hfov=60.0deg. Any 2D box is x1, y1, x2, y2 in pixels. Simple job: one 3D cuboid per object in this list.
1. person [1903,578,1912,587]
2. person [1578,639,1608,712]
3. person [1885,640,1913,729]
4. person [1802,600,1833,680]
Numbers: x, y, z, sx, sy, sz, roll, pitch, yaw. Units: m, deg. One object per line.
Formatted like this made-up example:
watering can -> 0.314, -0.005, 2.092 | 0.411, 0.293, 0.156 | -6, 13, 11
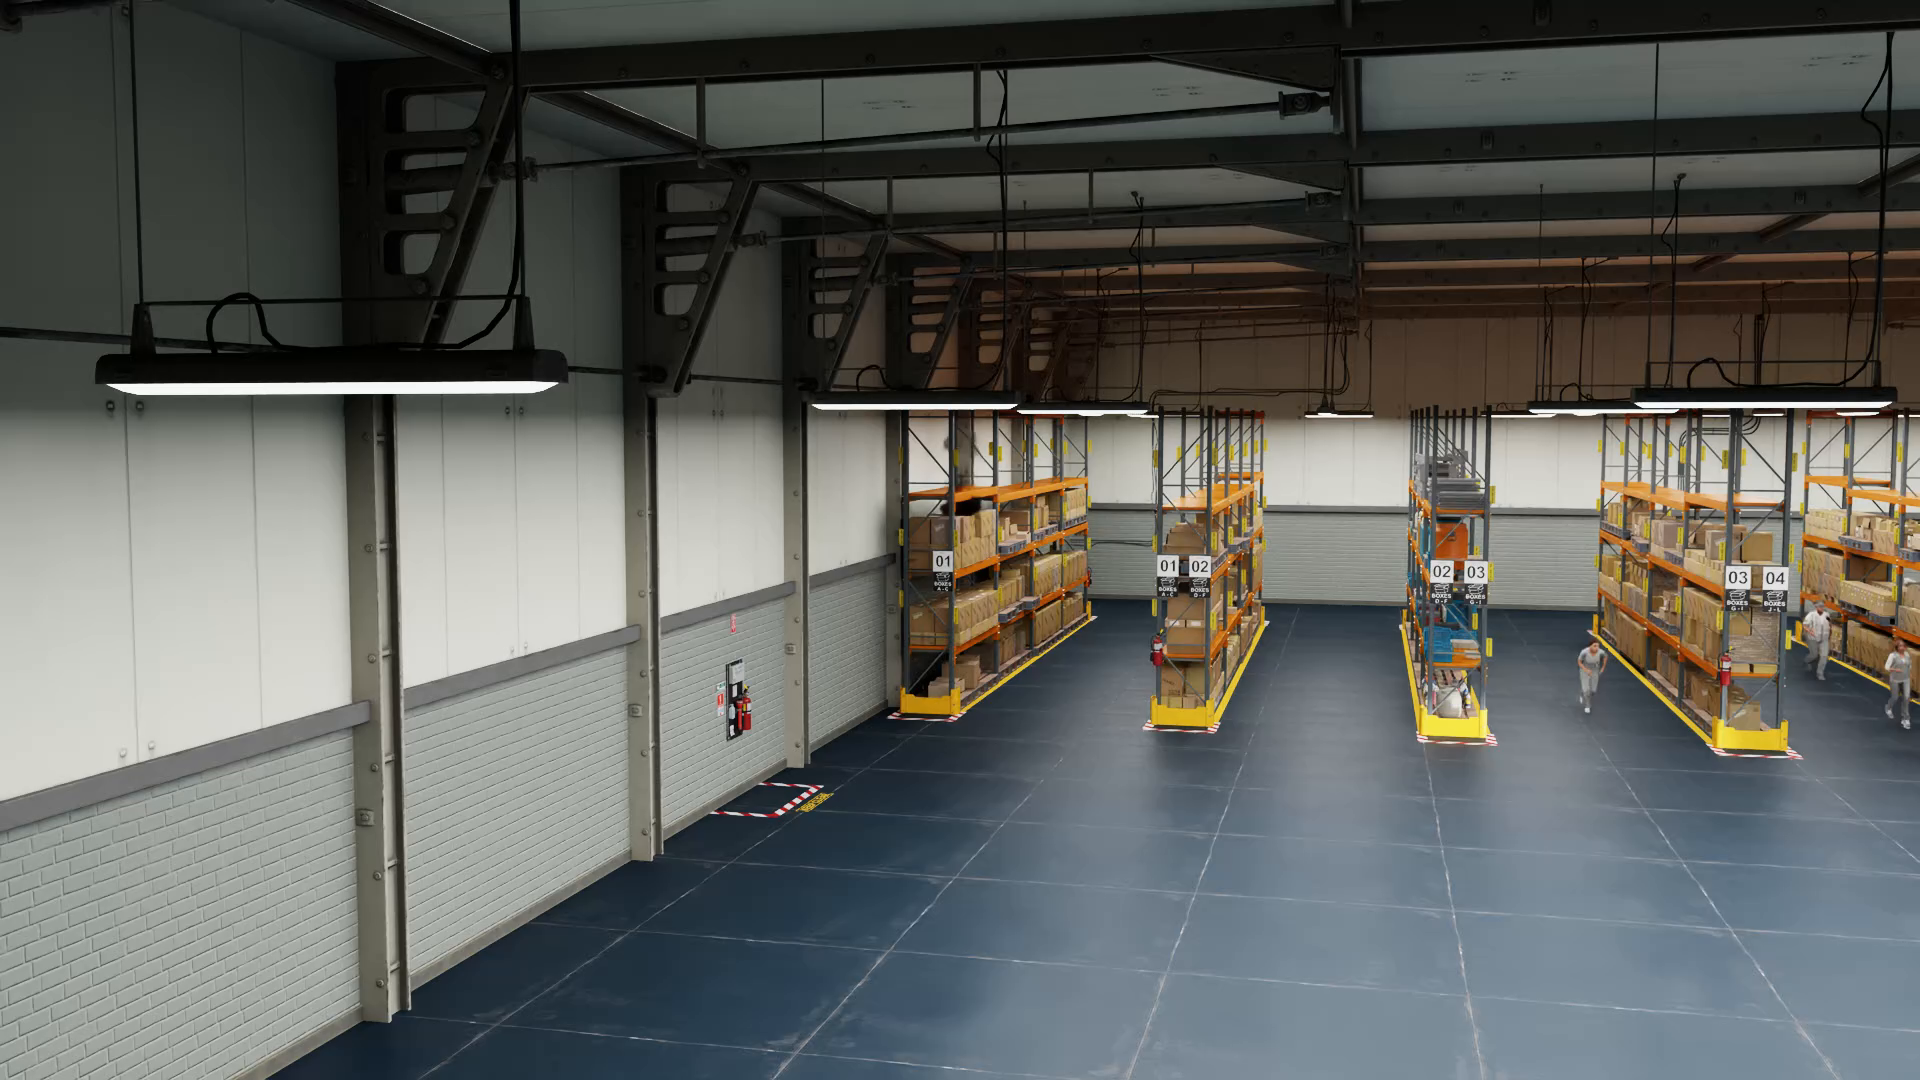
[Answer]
person -> 24.024, 1.843, 41.947 | 0.668, 1.754, 0.945 | -1, 4, -8
person -> 12.413, 2.644, 32.679 | 0.577, 1.498, 0.806 | 0, 4, 6
person -> 17.644, 2.672, 31.250 | 0.537, 1.609, 0.875 | 1, 4, 9
person -> 19.118, 2.216, 37.050 | 0.673, 1.790, 0.791 | 1, 4, 8
